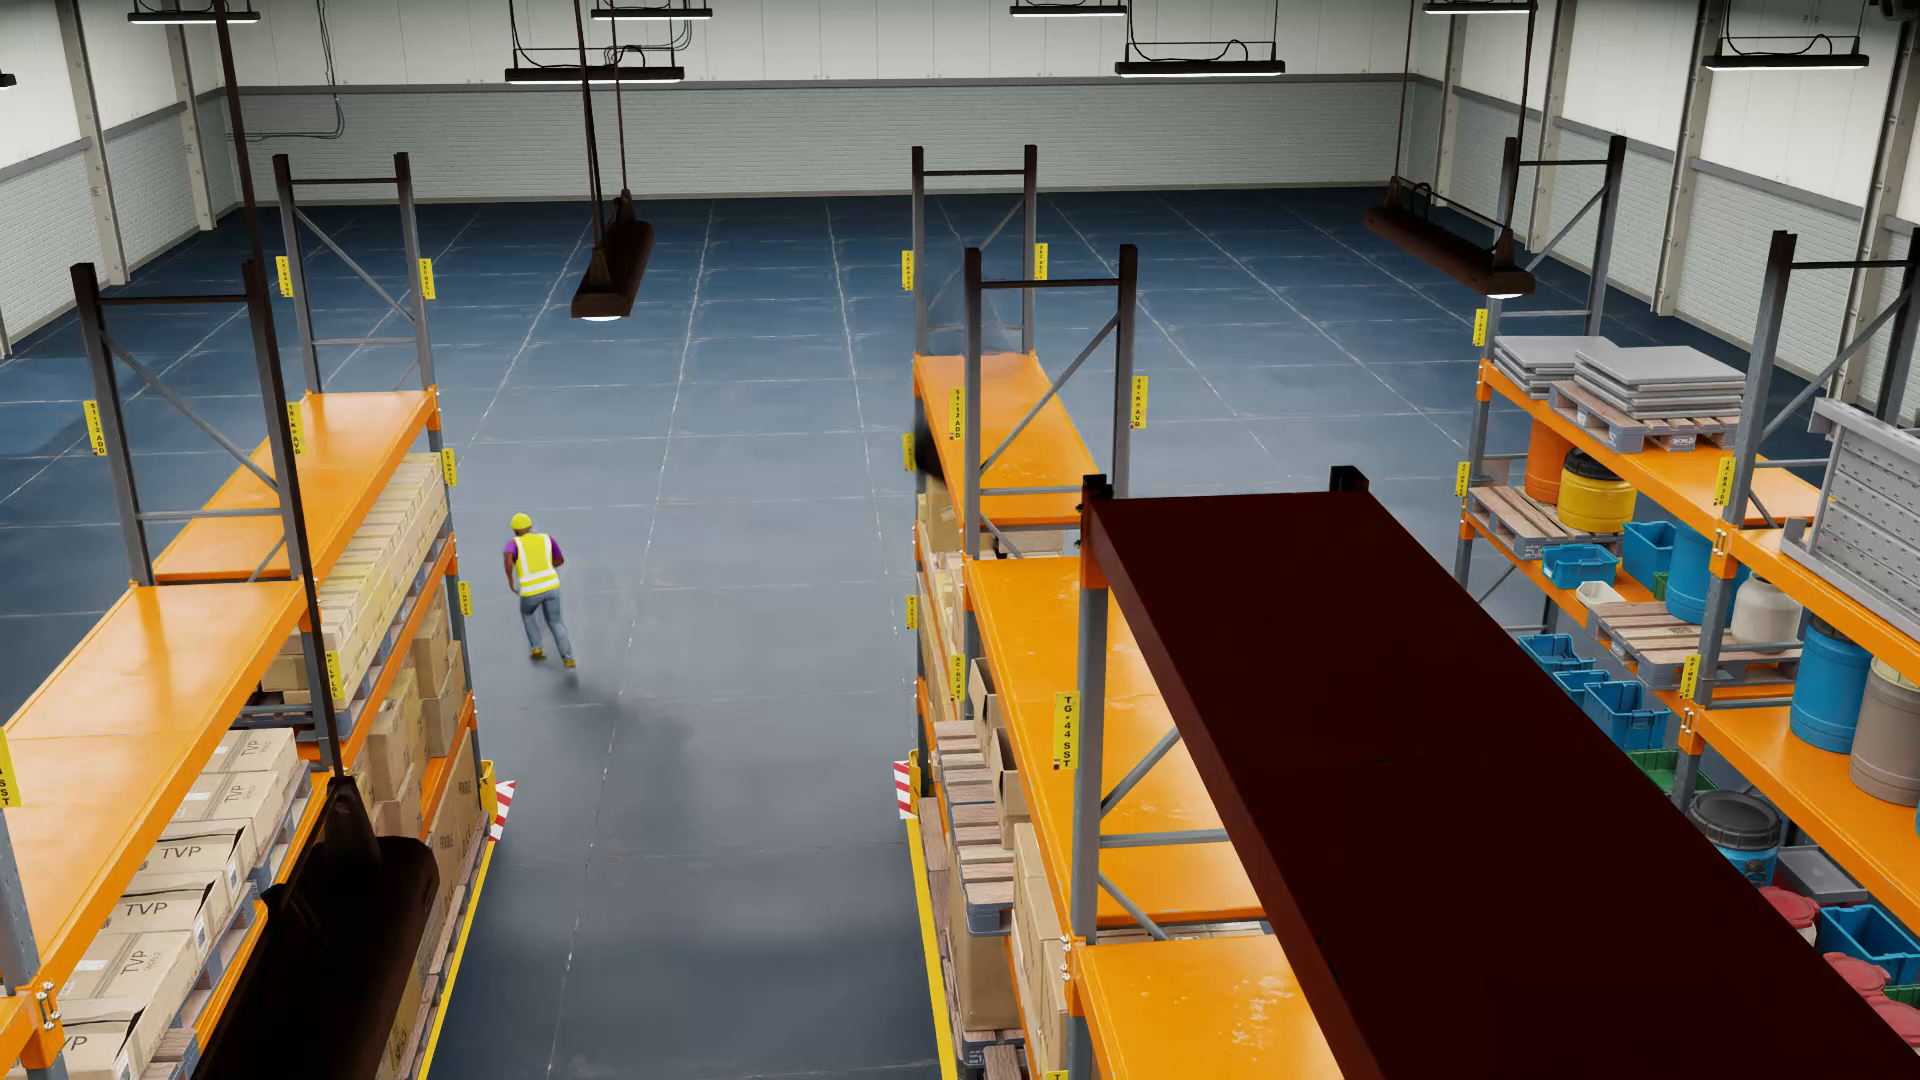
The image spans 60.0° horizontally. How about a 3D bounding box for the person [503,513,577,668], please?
[{"bbox_3d":[-4.506,0.620,17.889,0.747,1.717,1.040,-17,27,-37],"label":"person"}]
